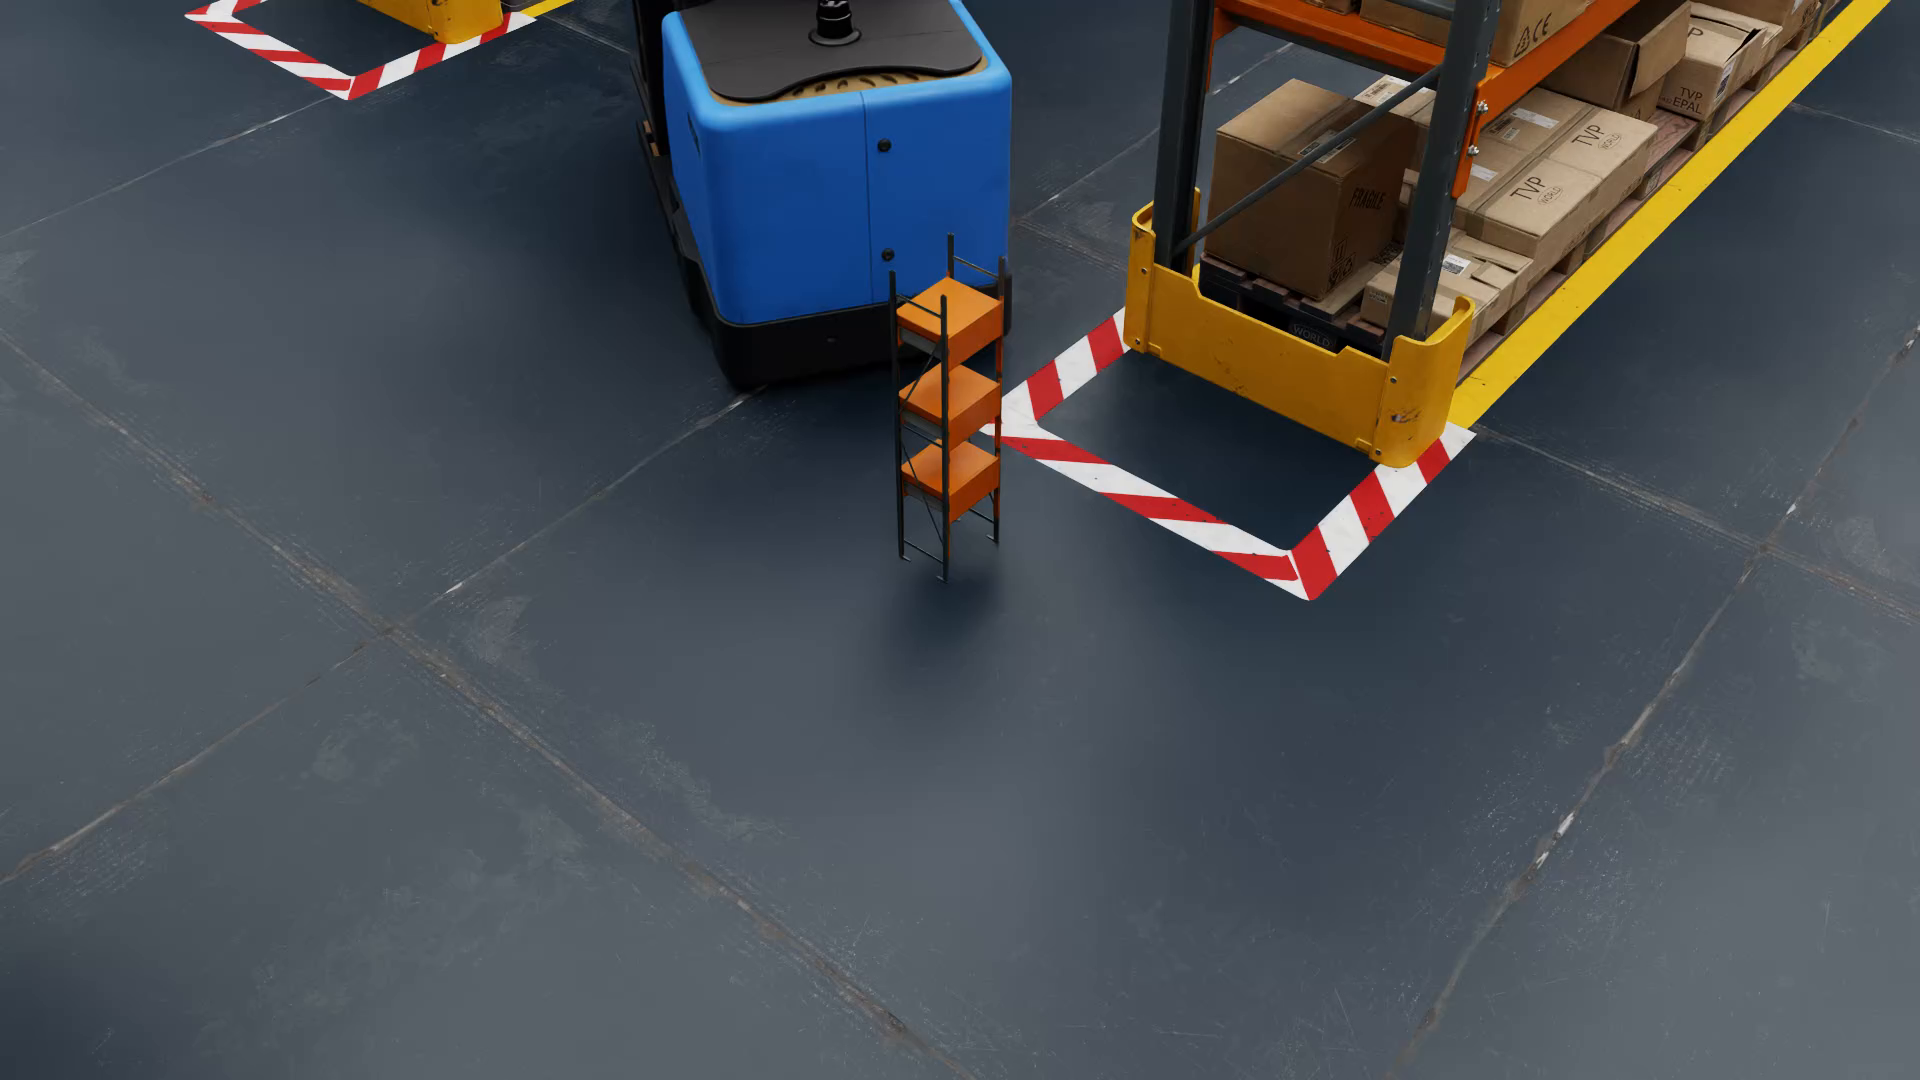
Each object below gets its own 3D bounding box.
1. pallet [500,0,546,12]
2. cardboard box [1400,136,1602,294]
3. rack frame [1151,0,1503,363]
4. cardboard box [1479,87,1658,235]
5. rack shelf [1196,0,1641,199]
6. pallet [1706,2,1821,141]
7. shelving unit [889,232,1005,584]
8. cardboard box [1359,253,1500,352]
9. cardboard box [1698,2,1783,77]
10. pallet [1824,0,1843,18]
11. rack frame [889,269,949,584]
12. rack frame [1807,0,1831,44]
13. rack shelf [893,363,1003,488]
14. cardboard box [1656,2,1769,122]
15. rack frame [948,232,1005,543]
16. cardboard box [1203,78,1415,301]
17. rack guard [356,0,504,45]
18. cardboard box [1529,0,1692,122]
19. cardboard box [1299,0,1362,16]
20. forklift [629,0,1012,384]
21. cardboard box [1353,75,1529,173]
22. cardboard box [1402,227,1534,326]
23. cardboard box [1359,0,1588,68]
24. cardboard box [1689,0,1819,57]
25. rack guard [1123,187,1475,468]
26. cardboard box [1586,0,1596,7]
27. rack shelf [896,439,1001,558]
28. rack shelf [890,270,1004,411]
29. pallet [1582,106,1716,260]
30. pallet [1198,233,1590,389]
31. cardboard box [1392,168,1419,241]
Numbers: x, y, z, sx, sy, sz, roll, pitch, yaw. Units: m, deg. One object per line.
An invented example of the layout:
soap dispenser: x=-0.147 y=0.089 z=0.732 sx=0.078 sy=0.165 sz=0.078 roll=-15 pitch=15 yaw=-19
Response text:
pallet: x=-2.154 y=-3.154 z=8.562 sx=1.003 sy=0.211 sz=1.213 roll=29 pitch=50 yaw=28
cardboard box: x=1.963 y=-1.192 z=6.048 sx=0.500 sy=0.250 sz=0.500 roll=29 pitch=50 yaw=28
rack frame: x=1.074 y=-1.631 z=4.815 sx=1.000 sy=3.000 sz=0.127 roll=29 pitch=50 yaw=28
cardboard box: x=2.285 y=-1.449 z=6.331 sx=0.500 sy=0.250 sz=0.500 roll=29 pitch=50 yaw=28
rack shelf: x=2.361 y=-2.395 z=6.189 sx=1.077 sy=0.370 sz=4.000 roll=29 pitch=50 yaw=28
pallet: x=3.206 y=-2.306 z=7.629 sx=1.003 sy=0.211 sz=1.213 roll=29 pitch=50 yaw=28
shelving unit: x=-0.034 y=-0.361 z=4.867 sx=0.215 sy=1.050 sz=0.252 roll=29 pitch=50 yaw=28
cardboard box: x=1.607 y=-0.806 z=5.699 sx=0.380 sy=0.149 sz=0.250 roll=29 pitch=50 yaw=28
cardboard box: x=3.304 y=-2.164 z=7.192 sx=0.380 sy=0.149 sz=0.250 roll=29 pitch=50 yaw=28
pallet: x=4.143 y=-3.095 z=8.497 sx=1.003 sy=0.211 sz=1.213 roll=29 pitch=50 yaw=28
rack frame: x=-0.113 y=-0.298 z=4.797 sx=0.200 sy=1.050 sz=0.008 roll=29 pitch=50 yaw=28
rack frame: x=3.649 y=-3.691 z=7.080 sx=1.000 sy=3.000 sz=0.127 roll=29 pitch=50 yaw=28
rack shelf: x=-0.034 y=-0.353 z=4.874 sx=0.215 sy=0.259 sz=0.240 roll=29 pitch=50 yaw=28
cardboard box: x=3.016 y=-2.057 z=6.954 sx=0.500 sy=0.311 sz=0.500 roll=29 pitch=50 yaw=28
rack frame: x=0.044 y=-0.424 z=4.936 sx=0.200 sy=1.050 sz=0.008 roll=29 pitch=50 yaw=28
cardboard box: x=1.236 y=-1.256 z=5.933 sx=0.500 sy=0.500 sz=0.500 roll=29 pitch=50 yaw=28
rack guard: x=-2.720 y=-2.835 z=7.996 sx=1.175 sy=0.500 sz=0.348 roll=29 pitch=50 yaw=28
cardboard box: x=2.443 y=-1.961 z=6.705 sx=0.797 sy=0.503 sz=0.637 roll=29 pitch=50 yaw=28
cardboard box: x=1.154 y=-2.017 z=5.164 sx=0.500 sy=0.500 sz=0.500 roll=31 pitch=51 yaw=30
forklift: x=-0.726 y=-2.627 z=5.961 sx=1.130 sy=2.935 sz=3.031 roll=-11 pitch=43 yaw=-12
cardboard box: x=1.870 y=-1.640 z=6.541 sx=0.500 sy=0.250 sz=0.500 roll=29 pitch=50 yaw=28
cardboard box: x=1.768 y=-0.941 z=5.835 sx=0.380 sy=0.166 sz=0.250 roll=29 pitch=50 yaw=28
cardboard box: x=1.562 y=-1.783 z=4.907 sx=0.500 sy=0.500 sz=0.500 roll=31 pitch=50 yaw=29
cardboard box: x=3.499 y=-2.513 z=7.315 sx=0.500 sy=0.500 sz=0.500 roll=29 pitch=50 yaw=28
rack guard: x=1.123 y=-0.746 z=5.699 sx=1.175 sy=0.500 sz=0.348 roll=29 pitch=50 yaw=28
cardboard box: x=1.890 y=-2.051 z=5.201 sx=0.500 sy=0.500 sz=0.500 roll=29 pitch=50 yaw=28
rack shelf: x=-0.034 y=-0.147 z=5.061 sx=0.215 sy=0.259 sz=0.240 roll=29 pitch=50 yaw=28
rack shelf: x=-0.034 y=-0.563 z=4.683 sx=0.215 sy=0.259 sz=0.240 roll=29 pitch=50 yaw=28
pallet: x=2.421 y=-1.675 z=6.936 sx=1.003 sy=0.211 sz=1.213 roll=29 pitch=50 yaw=28
pallet: x=1.636 y=-1.050 z=6.248 sx=1.003 sy=0.211 sz=1.213 roll=29 pitch=50 yaw=28
cardboard box: x=1.565 y=-1.302 z=6.231 sx=0.380 sy=0.166 sz=0.250 roll=29 pitch=50 yaw=28
